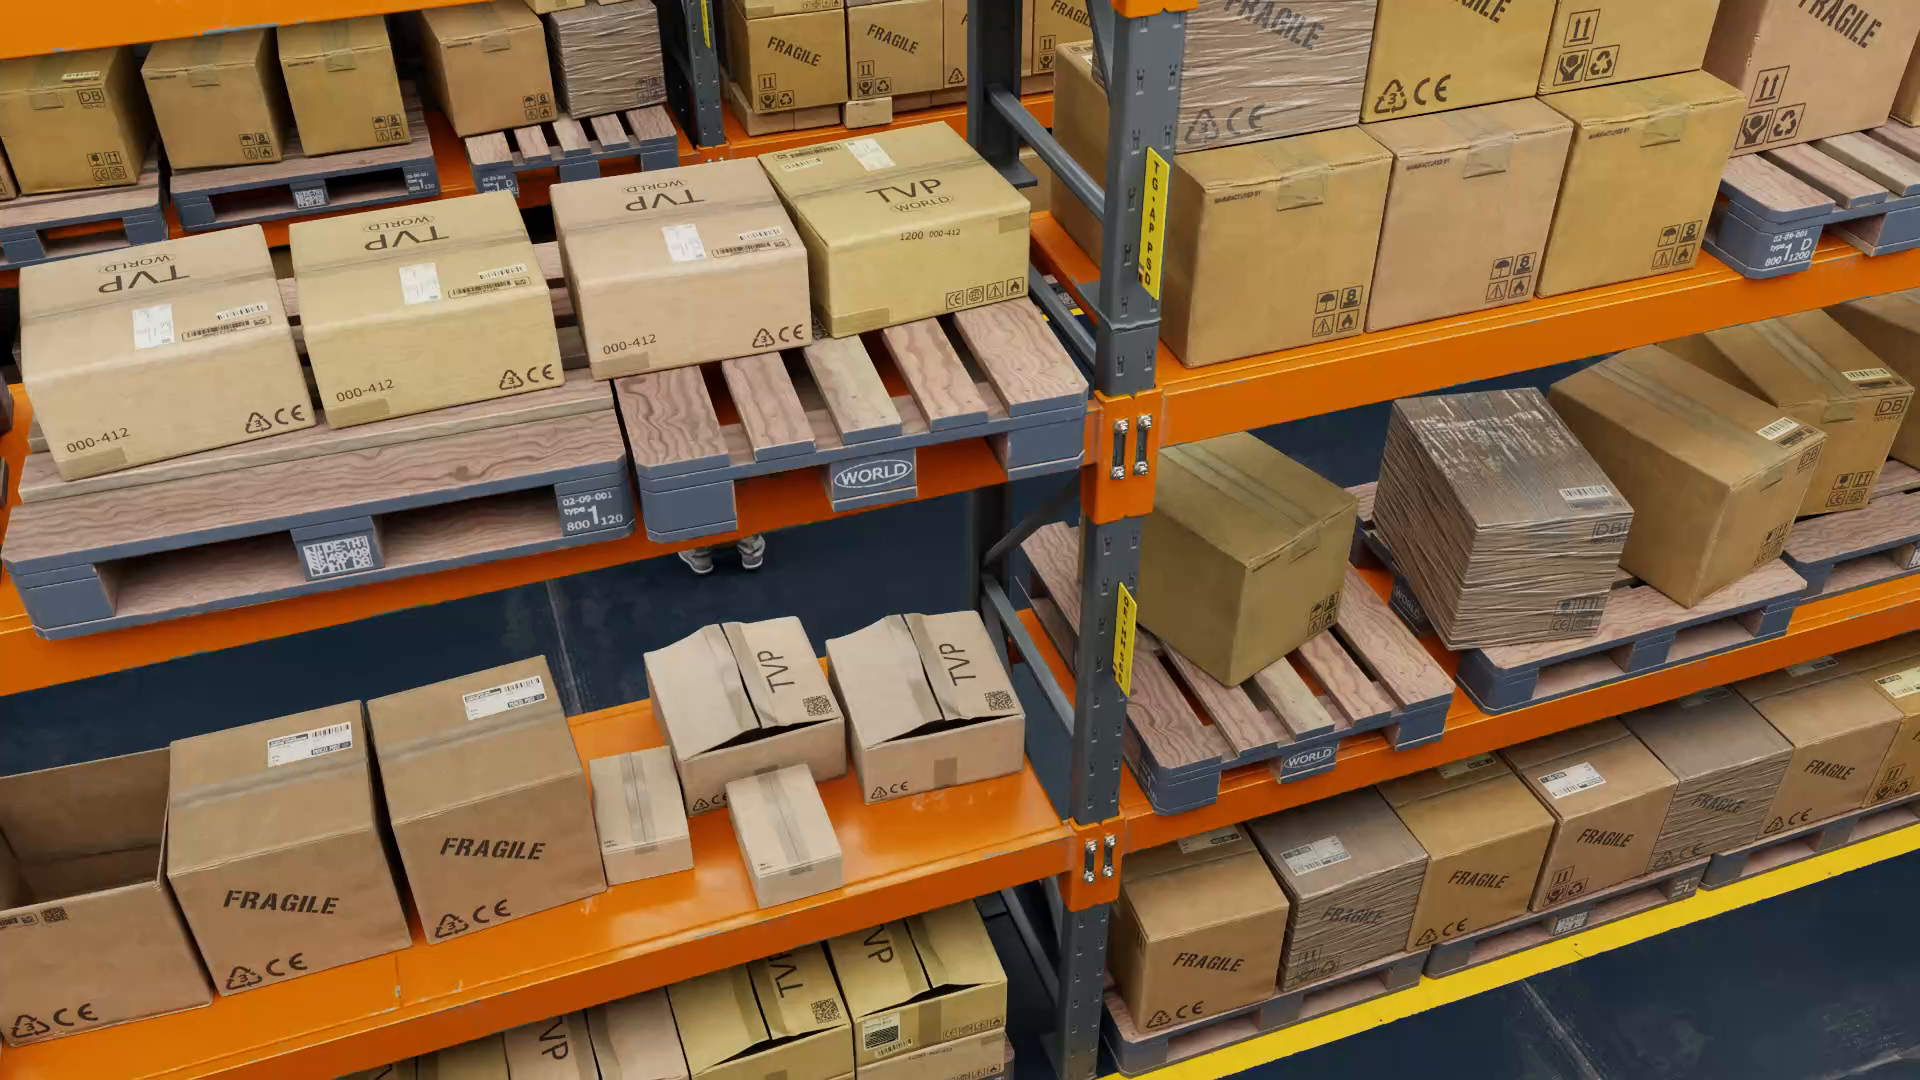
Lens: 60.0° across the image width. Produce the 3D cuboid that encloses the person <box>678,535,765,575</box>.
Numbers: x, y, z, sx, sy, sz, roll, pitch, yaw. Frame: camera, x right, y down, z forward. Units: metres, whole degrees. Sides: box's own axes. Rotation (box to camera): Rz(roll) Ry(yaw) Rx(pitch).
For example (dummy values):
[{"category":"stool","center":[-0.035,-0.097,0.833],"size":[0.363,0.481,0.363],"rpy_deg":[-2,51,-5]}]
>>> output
[{"category":"person","center":[-1.171,-0.541,7.475],"size":[0.524,1.662,0.413],"rpy_deg":[-14,40,-17]}]
